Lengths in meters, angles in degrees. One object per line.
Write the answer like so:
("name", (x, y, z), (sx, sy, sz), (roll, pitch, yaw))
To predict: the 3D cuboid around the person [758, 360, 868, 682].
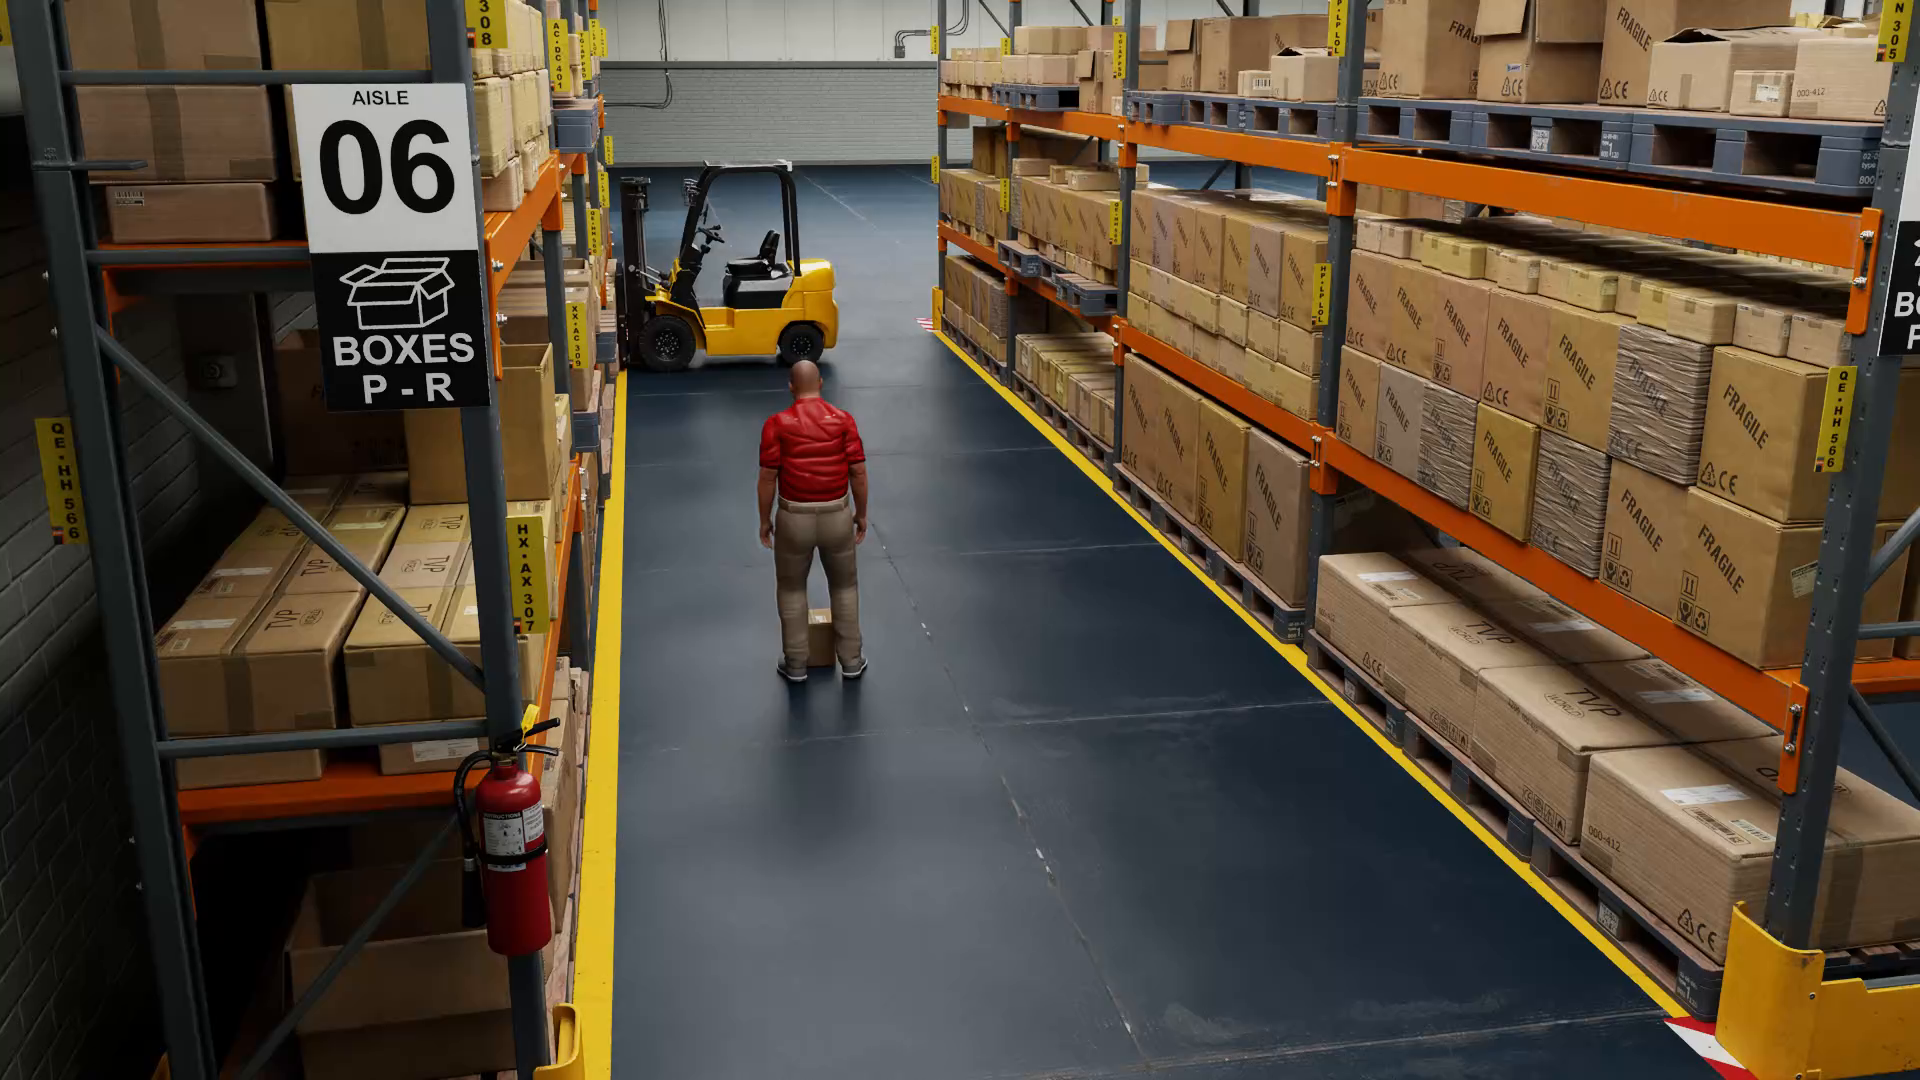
("person", (-0.781, -0.094, 8.881), (0.585, 1.727, 0.390), (-3, 17, -11))
